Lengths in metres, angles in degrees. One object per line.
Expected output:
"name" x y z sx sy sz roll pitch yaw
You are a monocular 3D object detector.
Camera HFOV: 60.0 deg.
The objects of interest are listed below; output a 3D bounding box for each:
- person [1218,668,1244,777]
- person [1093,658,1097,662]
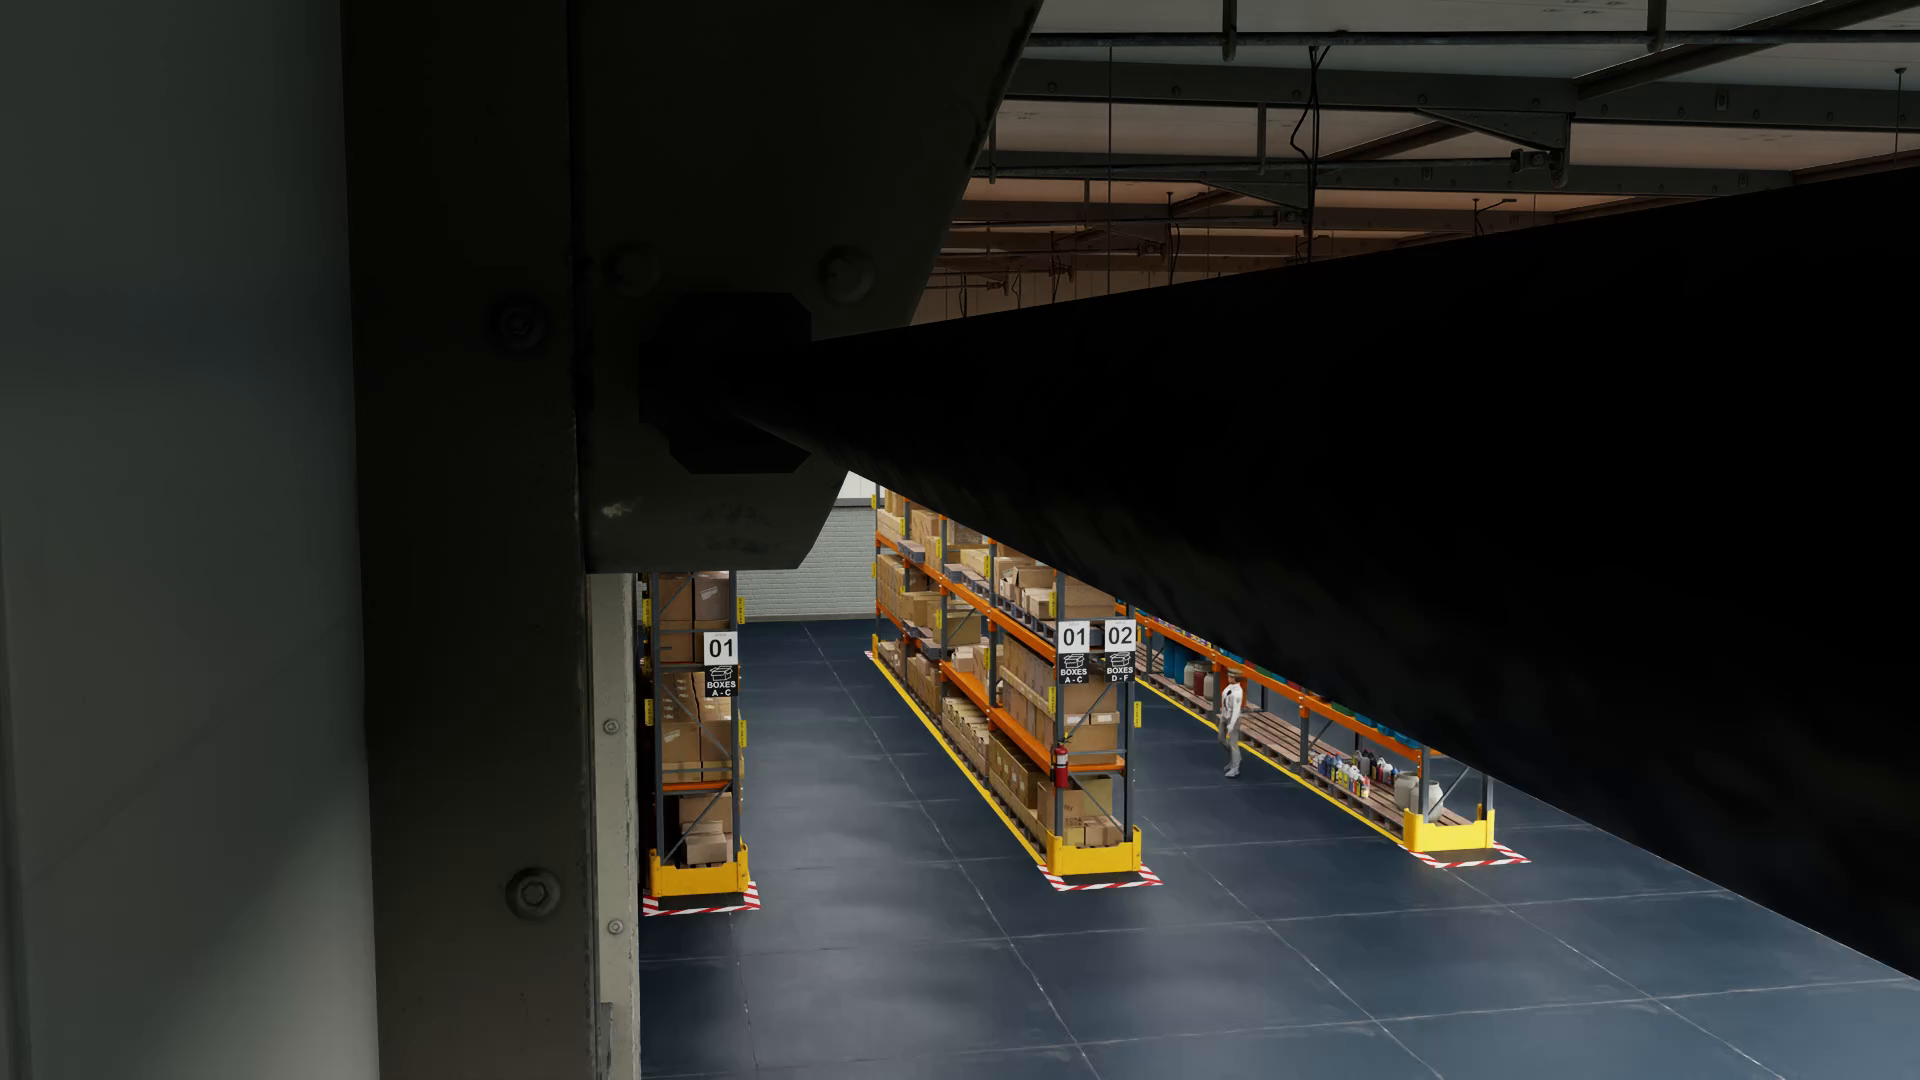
"person" 4.268 2.832 26.039 0.397 1.696 0.565 -1 6 -14
"person" 2.154 2.434 29.253 0.400 1.790 0.594 -4 7 -36
